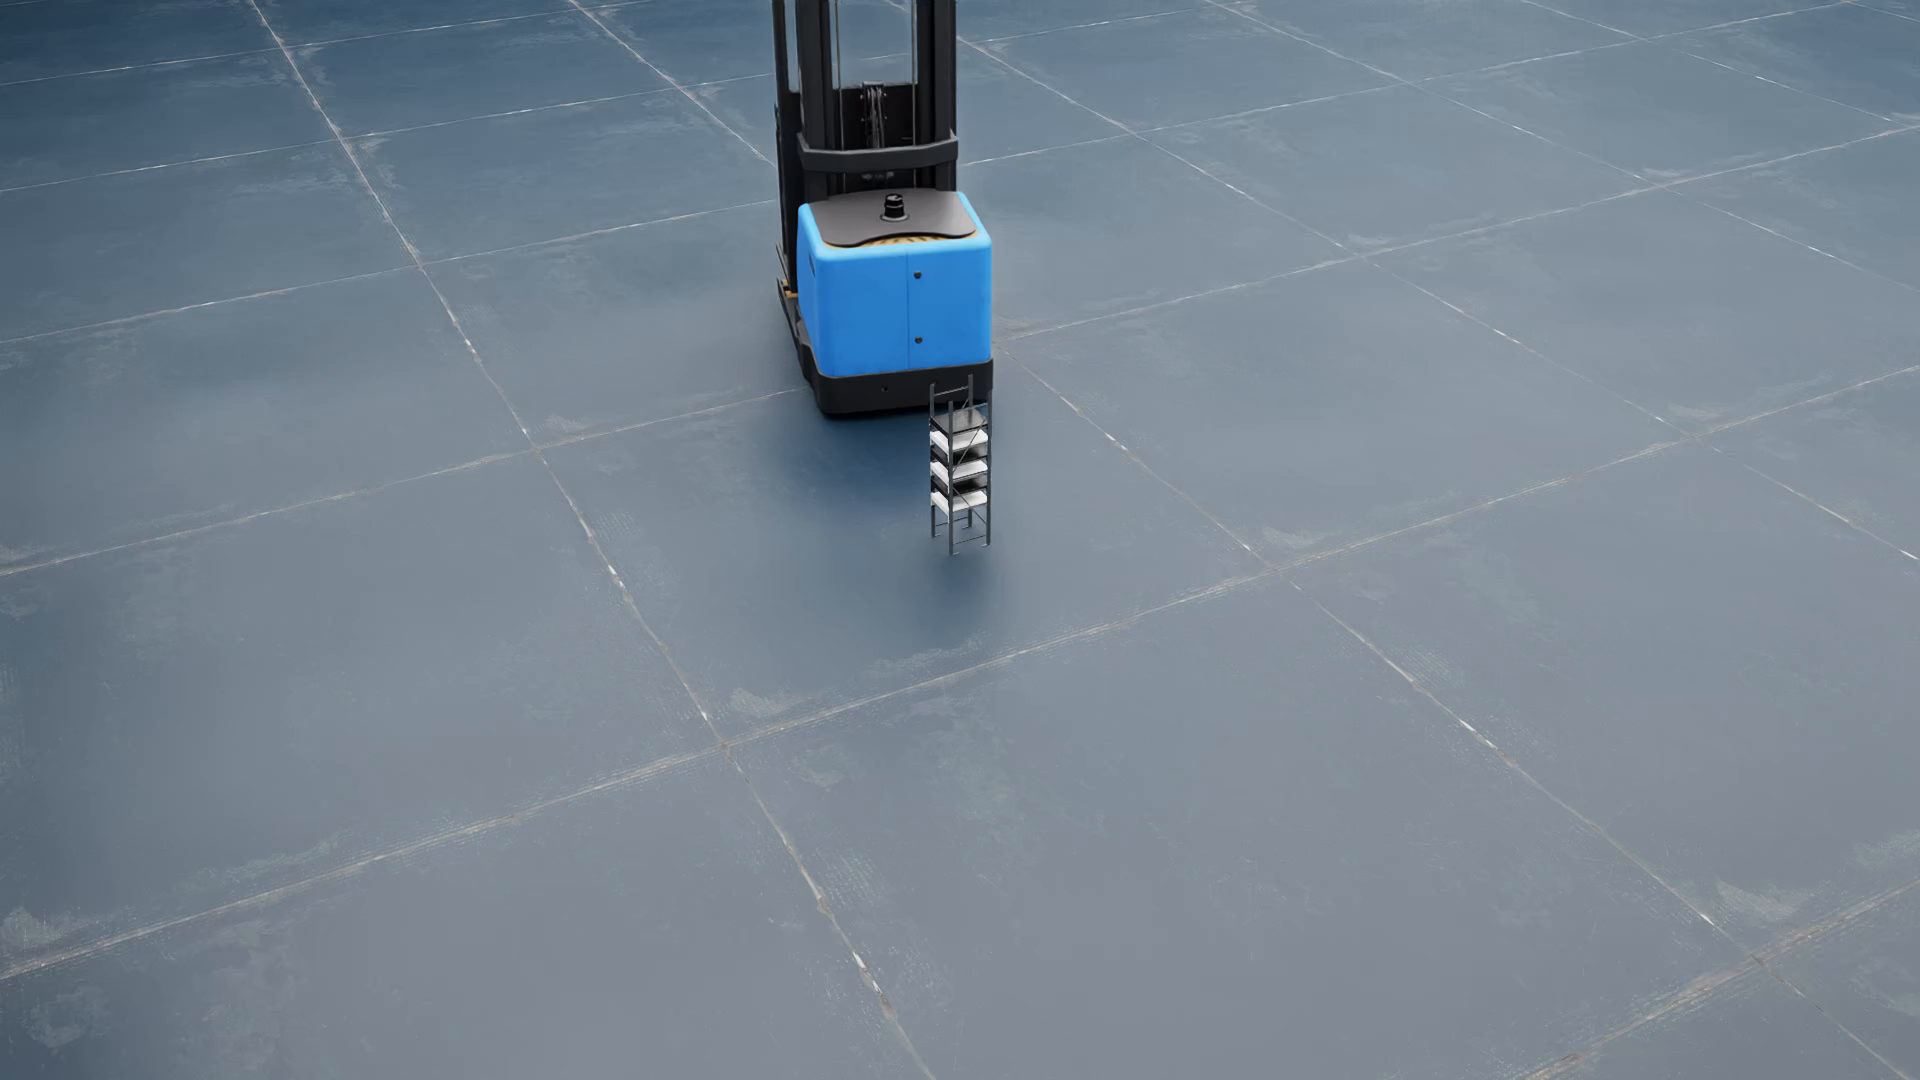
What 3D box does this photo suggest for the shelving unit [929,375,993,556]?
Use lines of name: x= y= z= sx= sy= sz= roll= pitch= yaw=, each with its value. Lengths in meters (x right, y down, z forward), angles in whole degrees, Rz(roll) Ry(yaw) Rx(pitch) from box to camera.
shelving unit: x=0.004 y=-0.375 z=8.501 sx=0.258 sy=0.900 sz=0.210 roll=-16 pitch=36 yaw=-23

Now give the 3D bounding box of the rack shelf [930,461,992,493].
rack shelf: x=0.004 y=-0.347 z=8.519 sx=0.258 sy=0.077 sz=0.200 roll=-16 pitch=36 yaw=-23

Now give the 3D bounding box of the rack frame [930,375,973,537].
rack frame: x=-0.044 y=-0.424 z=8.577 sx=0.240 sy=0.900 sz=0.006 roll=-16 pitch=36 yaw=-23

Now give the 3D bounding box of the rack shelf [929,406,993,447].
rack shelf: x=0.004 y=-0.574 z=8.374 sx=0.258 sy=0.077 sz=0.200 roll=-16 pitch=36 yaw=-23

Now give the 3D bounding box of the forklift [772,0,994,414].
forklift: x=-0.616 y=-2.761 z=10.343 sx=1.130 sy=2.935 sz=3.031 roll=-7 pitch=33 yaw=-10

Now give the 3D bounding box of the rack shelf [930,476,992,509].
rack shelf: x=0.004 y=-0.271 z=8.568 sx=0.258 sy=0.077 sz=0.200 roll=-16 pitch=36 yaw=-23

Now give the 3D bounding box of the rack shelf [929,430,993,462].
rack shelf: x=0.004 y=-0.499 z=8.422 sx=0.258 sy=0.077 sz=0.200 roll=-16 pitch=36 yaw=-23

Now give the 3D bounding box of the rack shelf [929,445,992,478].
rack shelf: x=0.004 y=-0.423 z=8.471 sx=0.258 sy=0.077 sz=0.200 roll=-16 pitch=36 yaw=-23

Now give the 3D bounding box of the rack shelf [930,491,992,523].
rack shelf: x=0.004 y=-0.195 z=8.616 sx=0.258 sy=0.077 sz=0.200 roll=-16 pitch=36 yaw=-23

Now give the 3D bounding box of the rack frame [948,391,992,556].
rack frame: x=0.051 y=-0.327 z=8.425 sx=0.240 sy=0.900 sz=0.006 roll=-16 pitch=36 yaw=-23
